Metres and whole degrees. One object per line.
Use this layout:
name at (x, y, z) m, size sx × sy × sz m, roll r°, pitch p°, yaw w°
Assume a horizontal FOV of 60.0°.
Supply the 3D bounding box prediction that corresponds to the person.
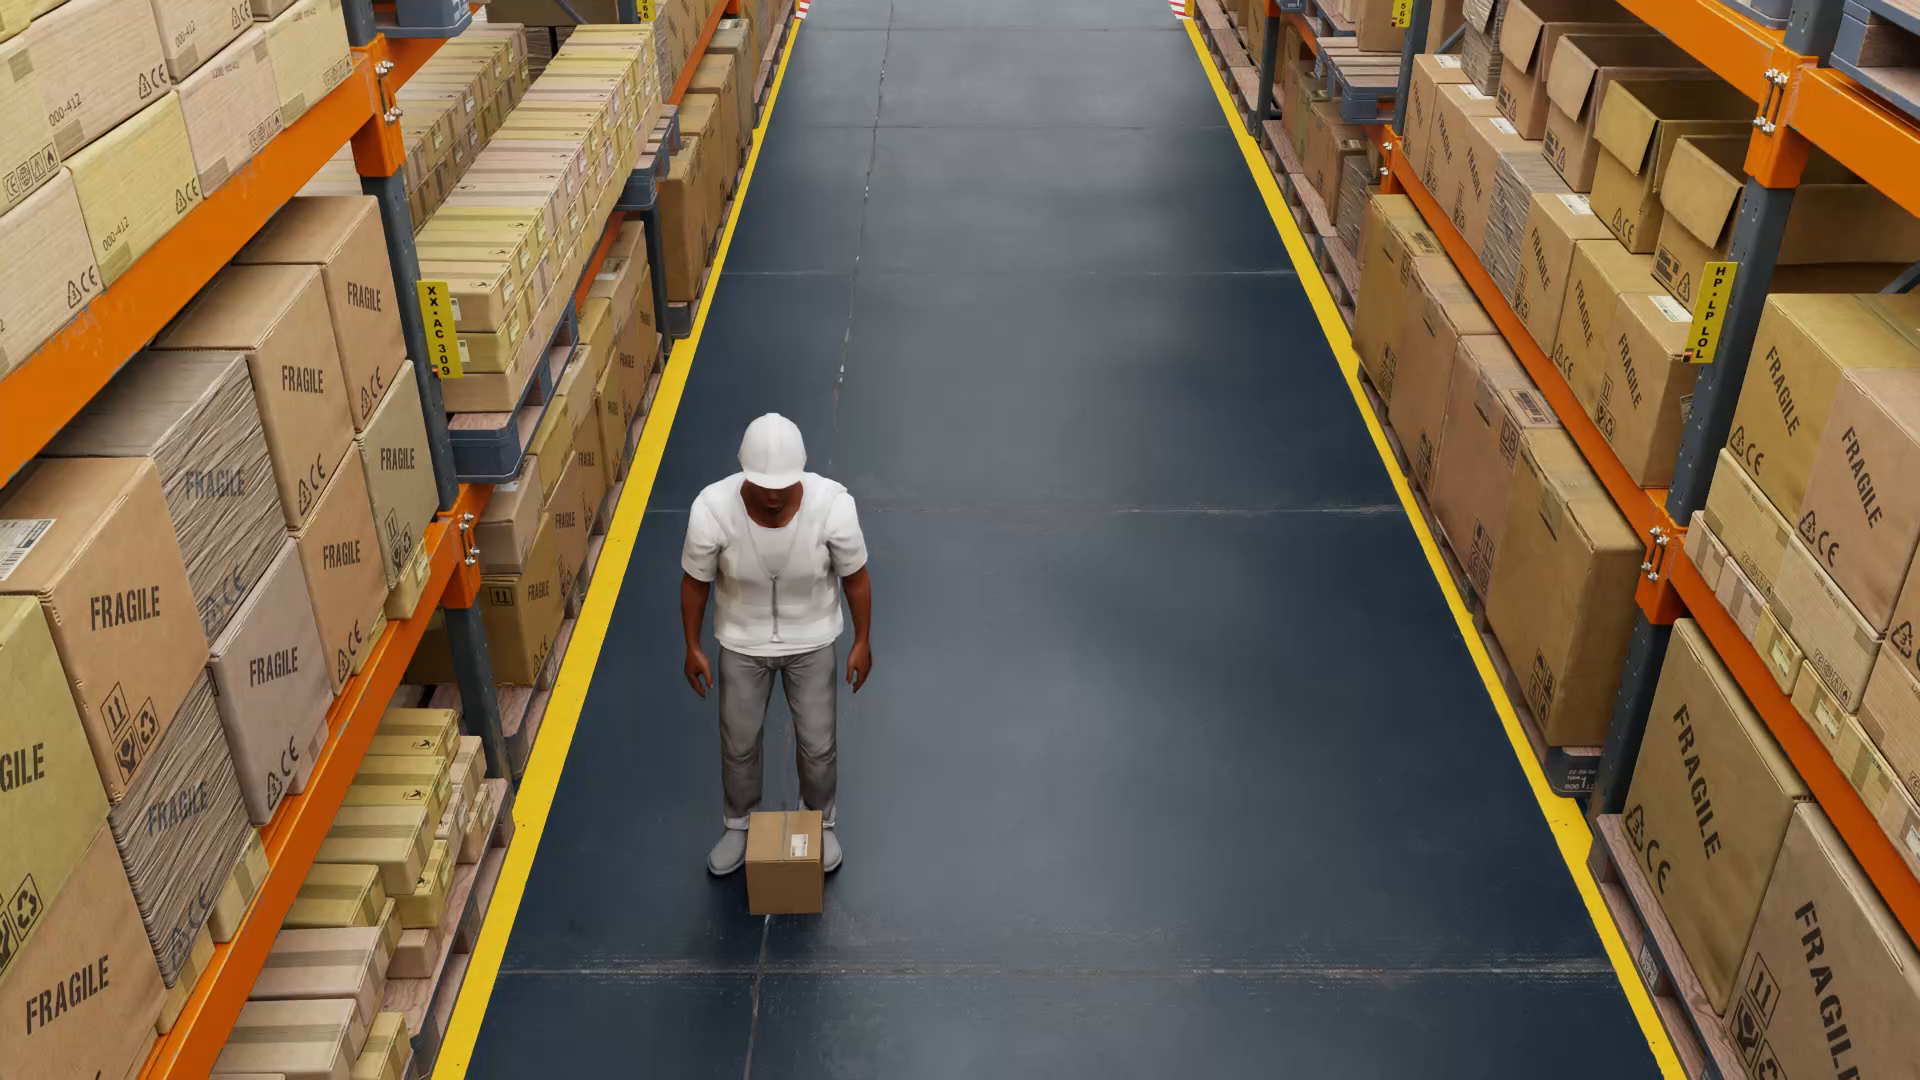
person at (-0.606, 0.352, 5.540) m, size 0.632 × 1.759 × 0.461 m, roll -2°, pitch 31°, yaw -3°
